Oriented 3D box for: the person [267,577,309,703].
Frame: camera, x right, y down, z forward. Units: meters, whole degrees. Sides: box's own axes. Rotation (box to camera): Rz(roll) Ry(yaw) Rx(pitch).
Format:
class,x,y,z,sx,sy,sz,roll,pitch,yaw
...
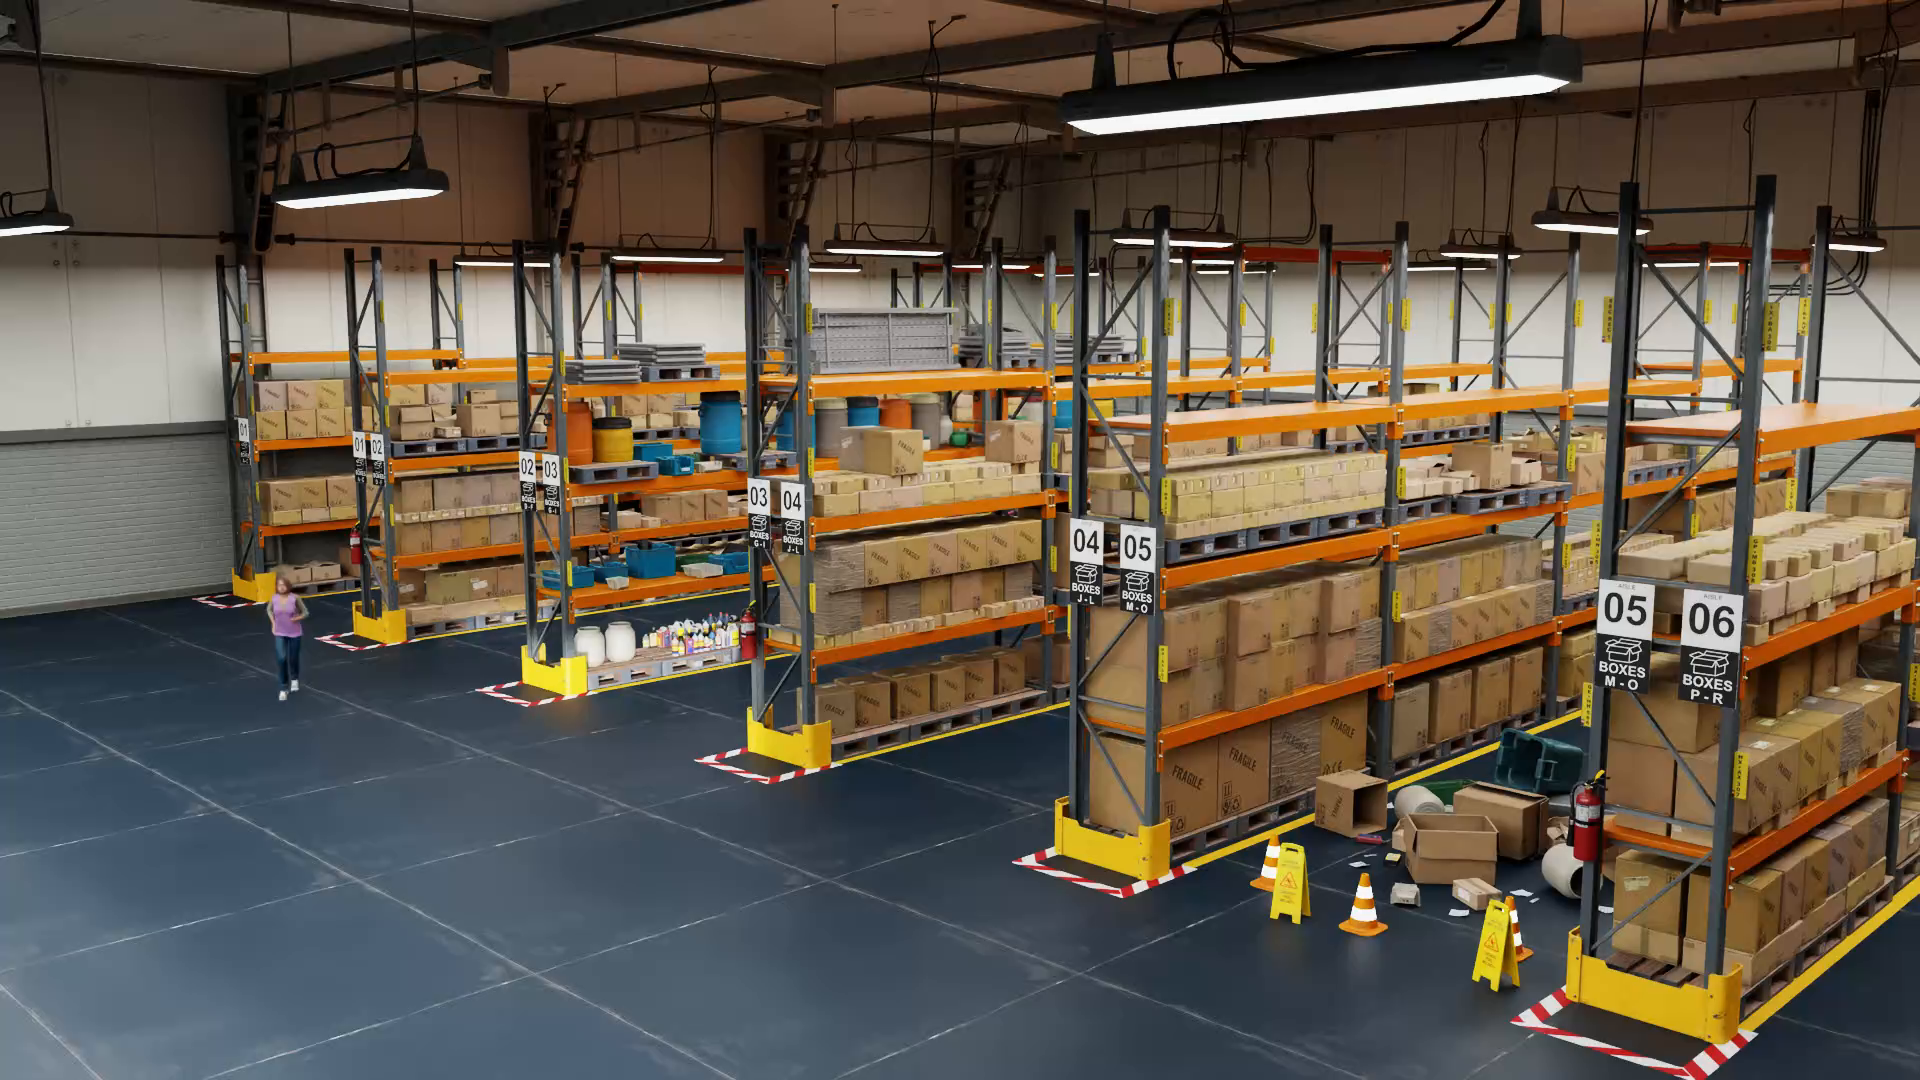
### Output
class,x,y,z,sx,sy,sz,roll,pitch,yaw
person,-8.840,1.283,21.915,0.530,1.640,0.724,-2,8,-17
